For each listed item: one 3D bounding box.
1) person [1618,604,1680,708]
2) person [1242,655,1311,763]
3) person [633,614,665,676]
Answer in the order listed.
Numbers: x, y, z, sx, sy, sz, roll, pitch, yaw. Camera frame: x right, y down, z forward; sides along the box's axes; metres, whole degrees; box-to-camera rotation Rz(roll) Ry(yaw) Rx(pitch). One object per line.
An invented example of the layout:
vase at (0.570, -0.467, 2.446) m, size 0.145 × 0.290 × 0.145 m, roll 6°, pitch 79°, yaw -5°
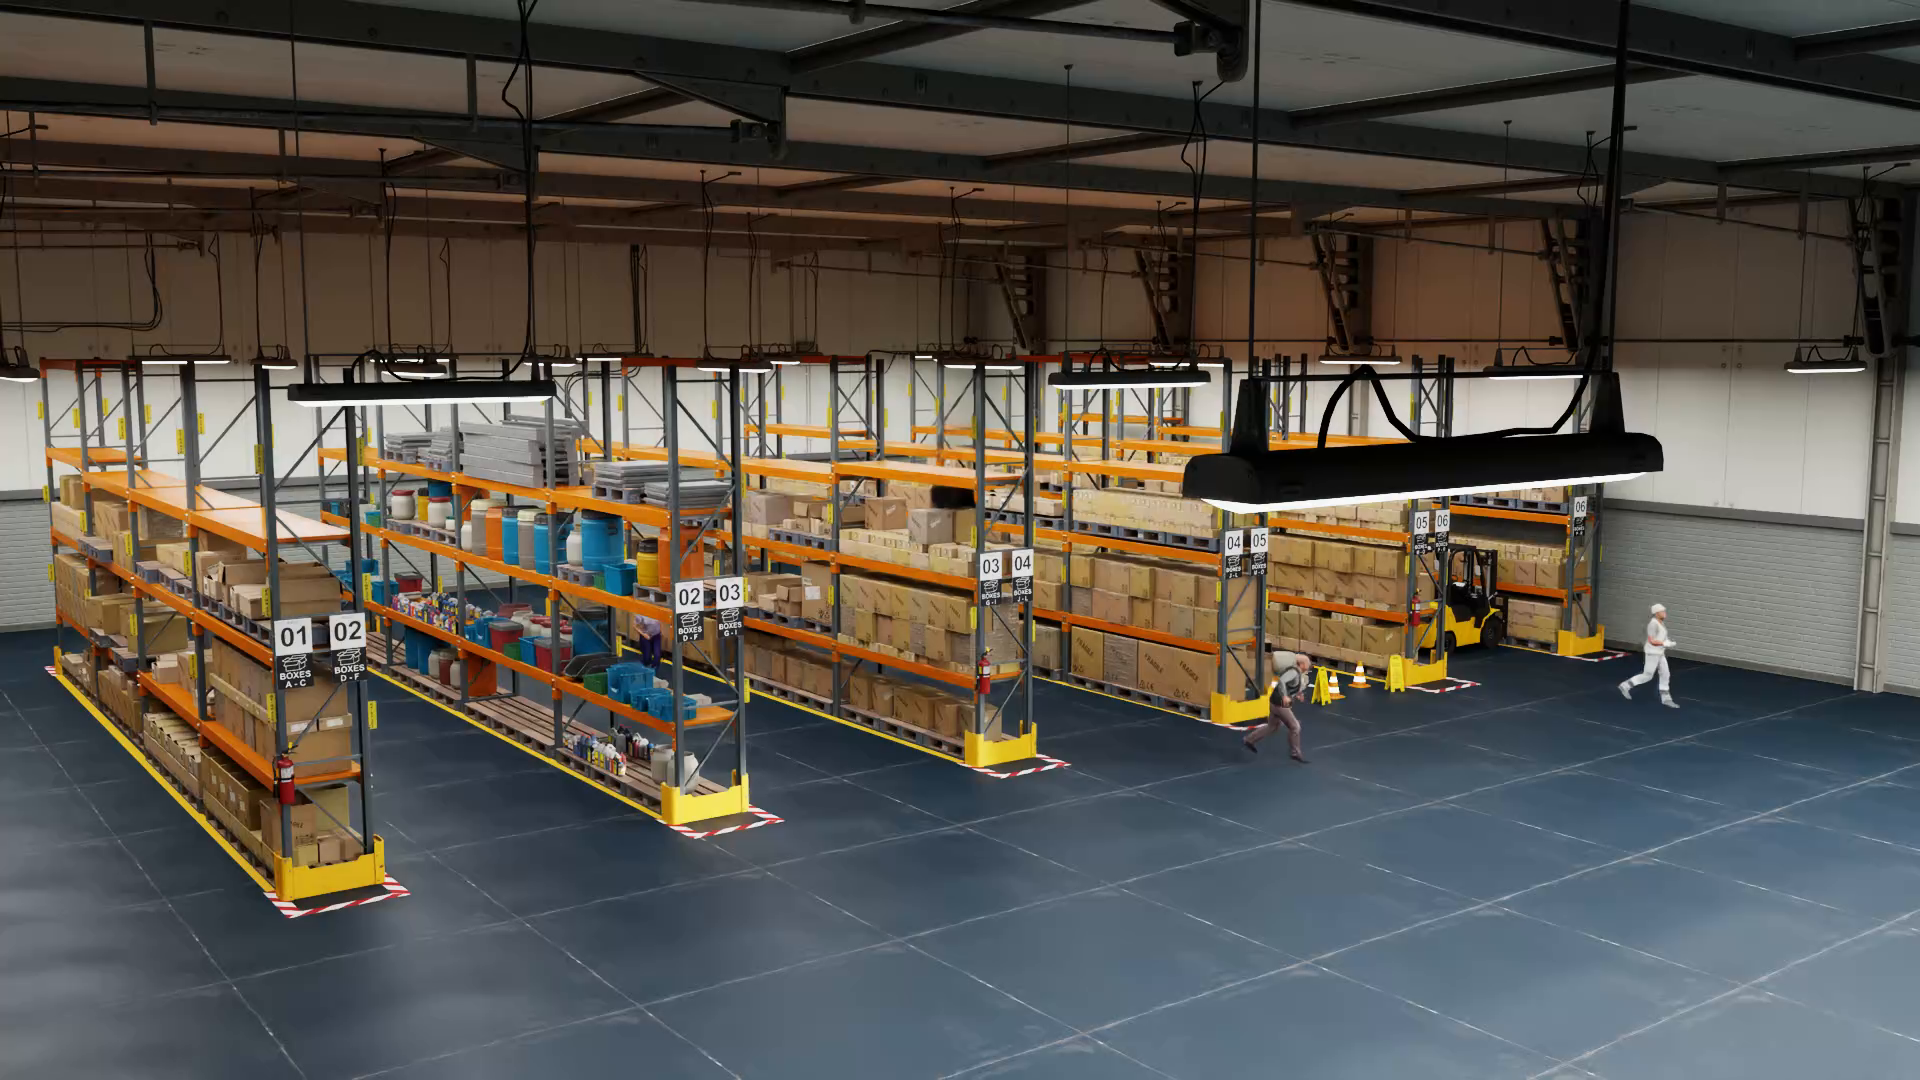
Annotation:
person at (11.992, 1.986, 28.826) m, size 0.992 × 1.789 × 0.670 m, roll 5°, pitch 8°, yaw 36°
person at (4.752, 2.541, 25.008) m, size 1.007 × 1.681 × 0.696 m, roll 2°, pitch 7°, yaw 14°
person at (-5.740, 1.853, 30.742) m, size 0.595 × 1.601 × 0.561 m, roll -5°, pitch 9°, yaw -37°
